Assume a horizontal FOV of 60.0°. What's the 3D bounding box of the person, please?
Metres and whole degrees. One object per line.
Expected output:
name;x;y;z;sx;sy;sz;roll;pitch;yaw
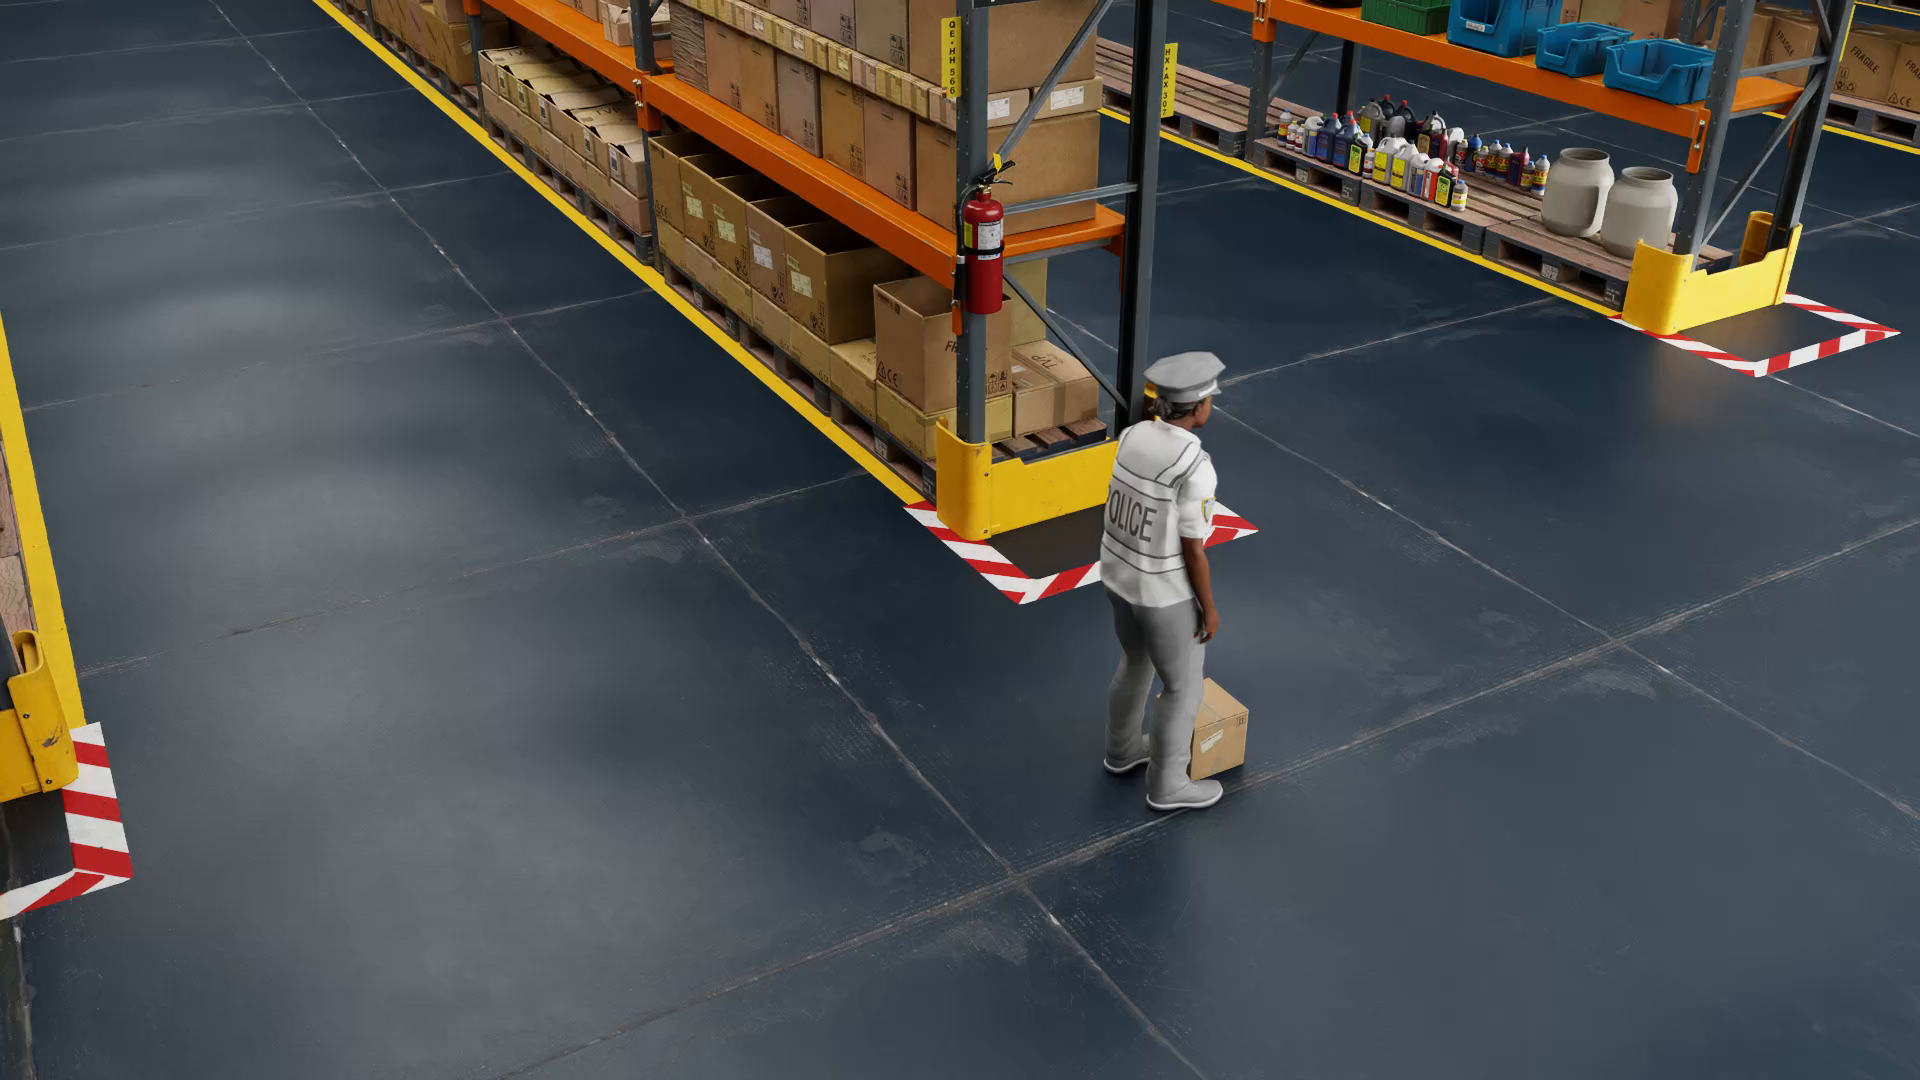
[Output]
person;0.712;0.163;5.834;0.396;1.660;0.524;-17;33;-28
